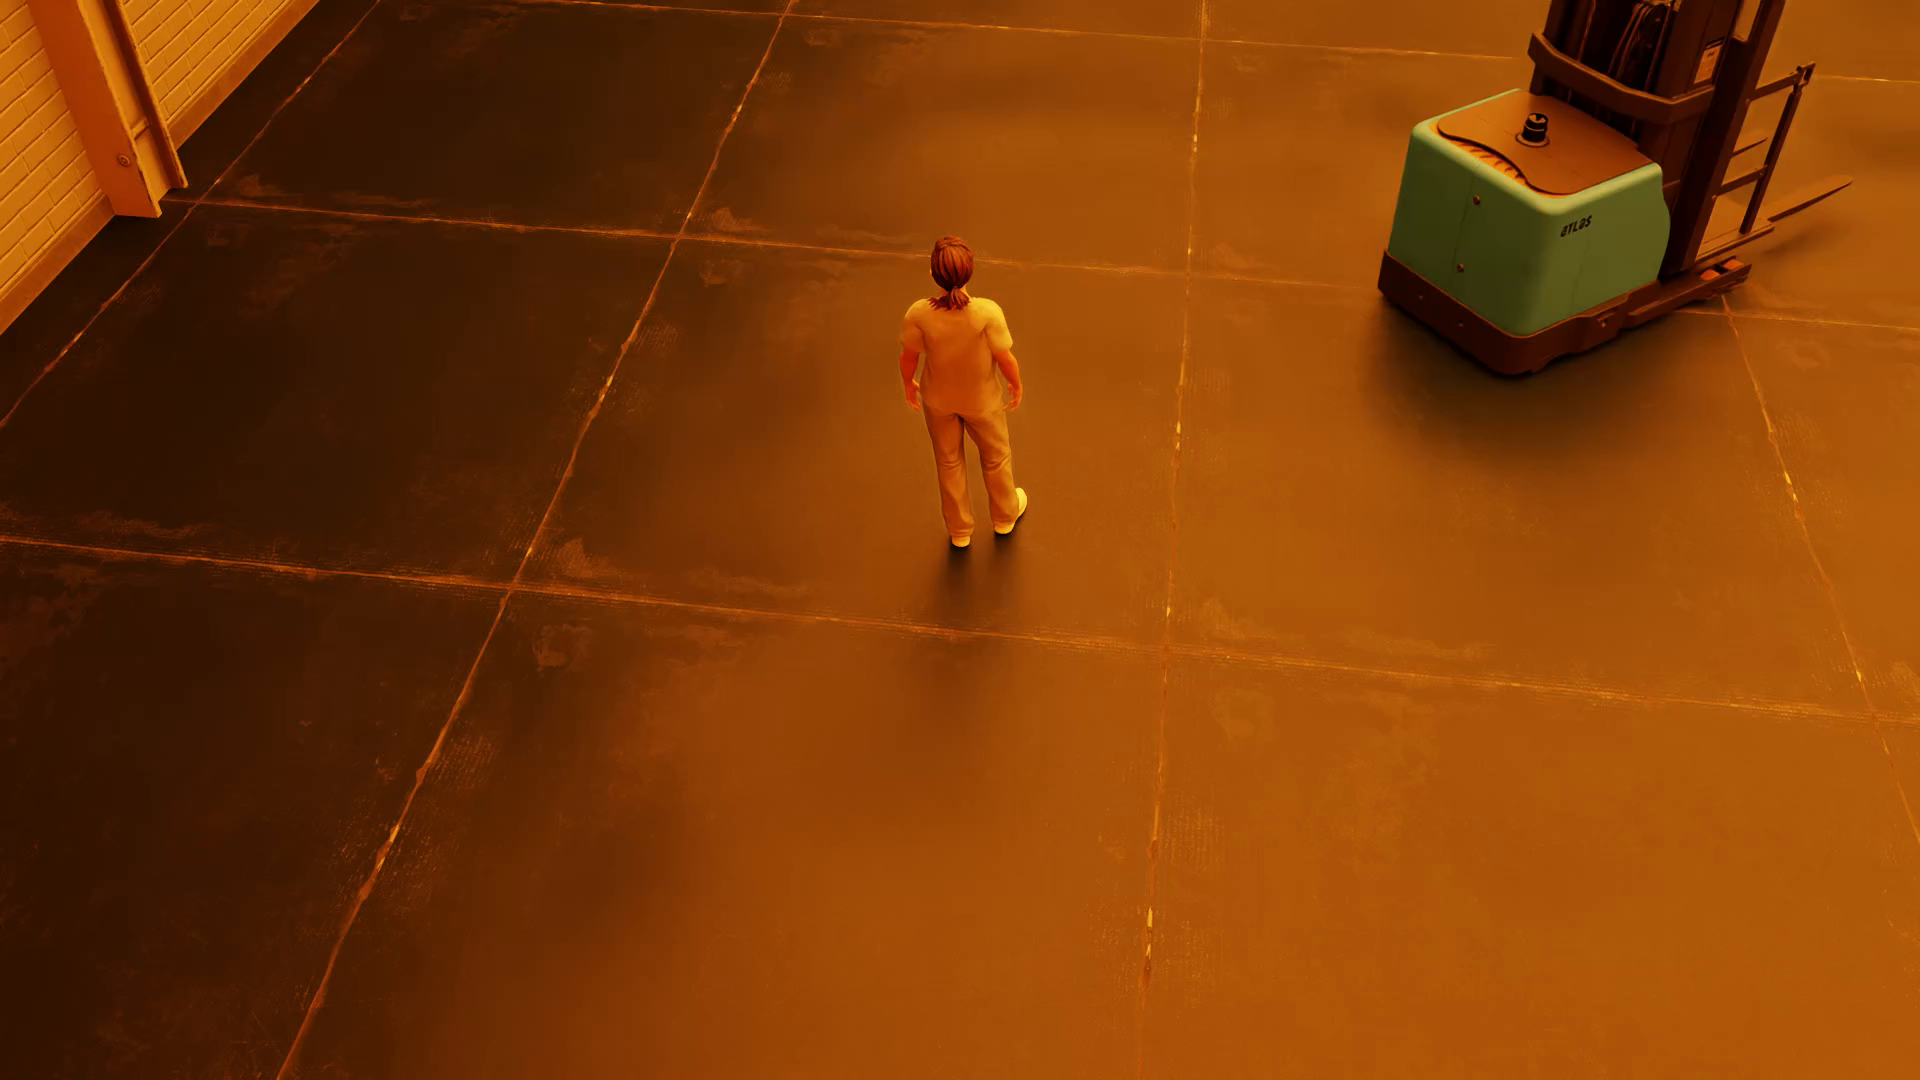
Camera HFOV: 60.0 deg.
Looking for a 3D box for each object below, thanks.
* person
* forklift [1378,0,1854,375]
[{"bbox_3d":[0.012,-0.574,7.401,0.517,1.361,0.395,5,43,6],"label":"person"},{"bbox_3d":[3.864,-2.710,8.675,3.031,2.935,1.130,-23,47,-23],"label":"forklift"}]
